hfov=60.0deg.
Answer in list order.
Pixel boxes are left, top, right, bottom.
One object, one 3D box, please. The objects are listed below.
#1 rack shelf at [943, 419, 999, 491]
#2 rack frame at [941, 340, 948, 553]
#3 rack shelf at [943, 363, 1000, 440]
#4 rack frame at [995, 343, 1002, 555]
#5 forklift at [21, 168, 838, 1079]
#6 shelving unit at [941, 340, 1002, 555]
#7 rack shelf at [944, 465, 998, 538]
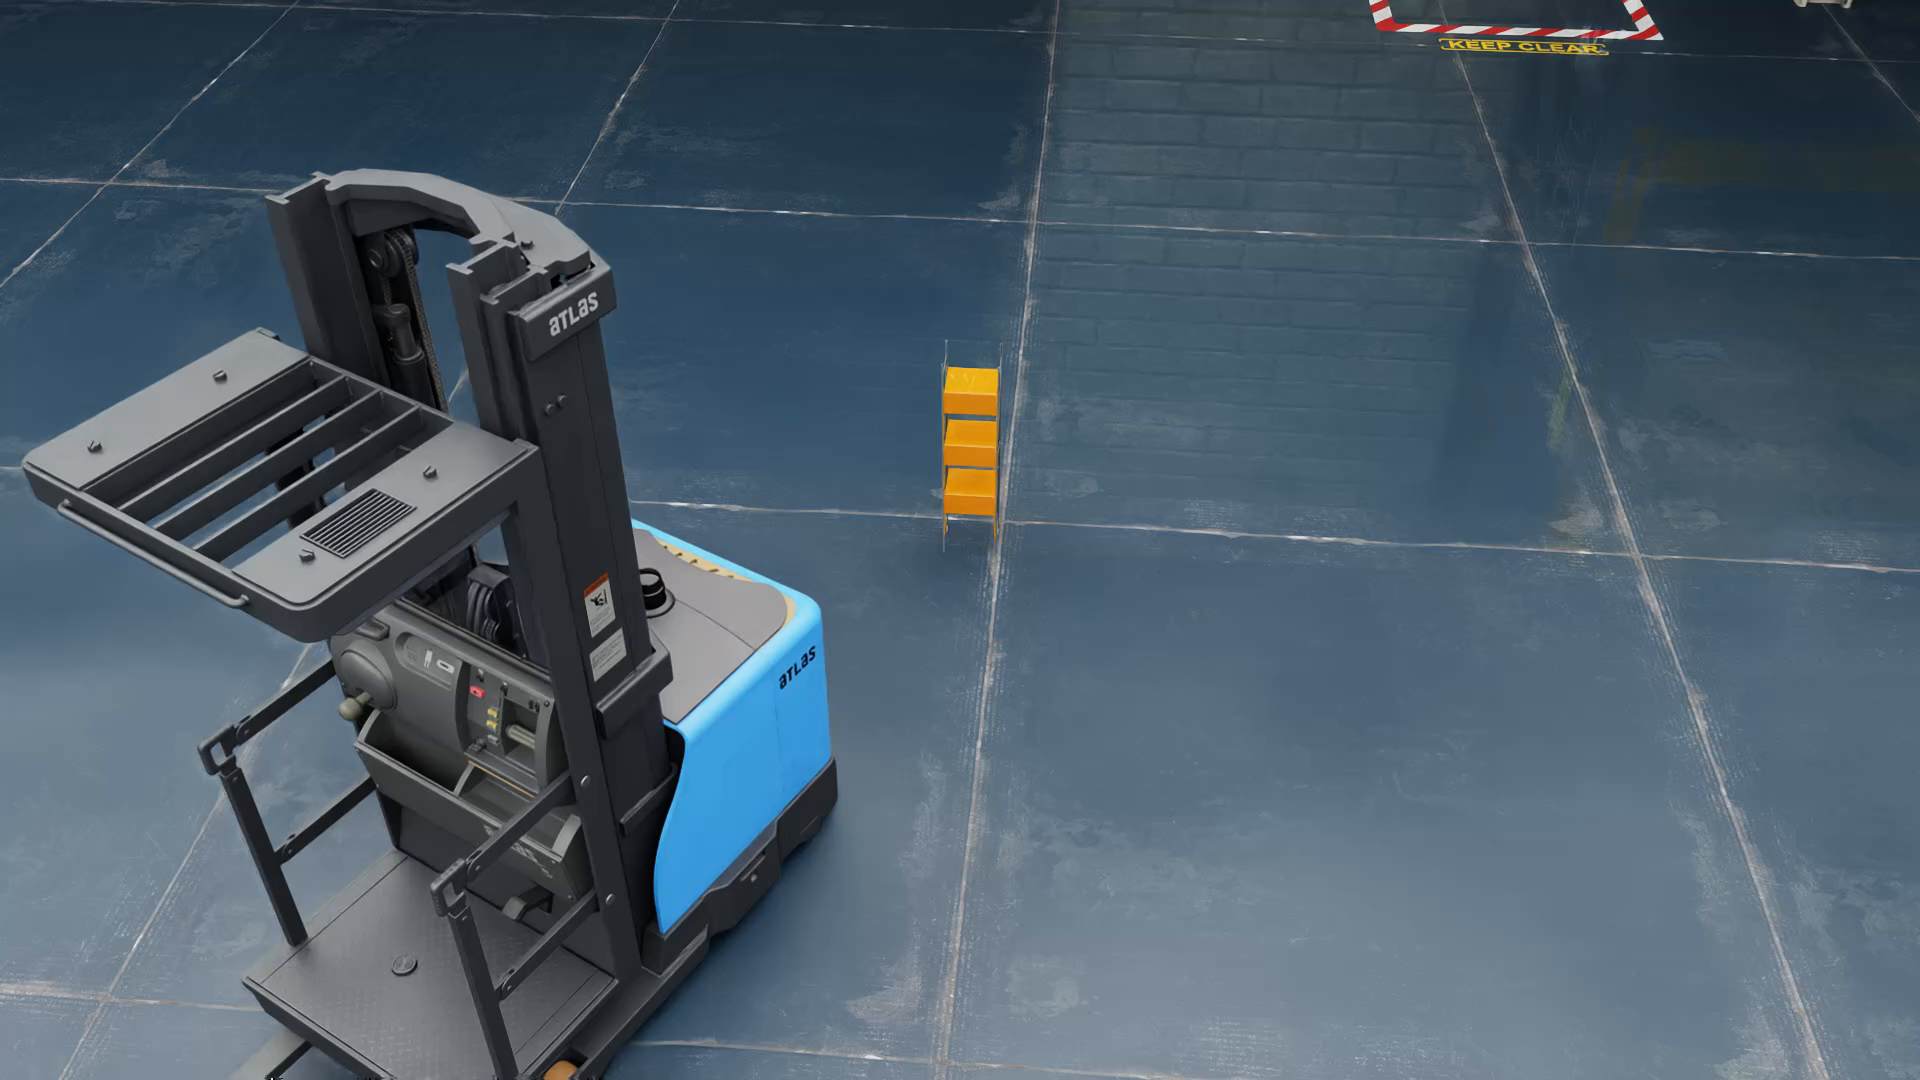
[{"bbox_3d":[0.053,-0.396,7.592,0.240,0.259,0.215,3,39,4],"label":"rack shelf"},{"bbox_3d":[-0.068,-0.411,7.594,0.008,1.050,0.200,3,39,4],"label":"rack frame"},{"bbox_3d":[0.053,-0.616,7.413,0.240,0.259,0.215,3,39,4],"label":"rack shelf"},{"bbox_3d":[0.175,-0.398,7.577,0.008,1.050,0.200,3,39,4],"label":"rack frame"},{"bbox_3d":[-1.701,0.535,4.941,1.130,2.935,3.031,22,44,25],"label":"forklift"},{"bbox_3d":[0.053,-0.404,7.585,0.252,1.050,0.215,3,39,4],"label":"shelving unit"},{"bbox_3d":[0.053,-0.180,7.768,0.240,0.259,0.215,3,39,4],"label":"rack shelf"}]
